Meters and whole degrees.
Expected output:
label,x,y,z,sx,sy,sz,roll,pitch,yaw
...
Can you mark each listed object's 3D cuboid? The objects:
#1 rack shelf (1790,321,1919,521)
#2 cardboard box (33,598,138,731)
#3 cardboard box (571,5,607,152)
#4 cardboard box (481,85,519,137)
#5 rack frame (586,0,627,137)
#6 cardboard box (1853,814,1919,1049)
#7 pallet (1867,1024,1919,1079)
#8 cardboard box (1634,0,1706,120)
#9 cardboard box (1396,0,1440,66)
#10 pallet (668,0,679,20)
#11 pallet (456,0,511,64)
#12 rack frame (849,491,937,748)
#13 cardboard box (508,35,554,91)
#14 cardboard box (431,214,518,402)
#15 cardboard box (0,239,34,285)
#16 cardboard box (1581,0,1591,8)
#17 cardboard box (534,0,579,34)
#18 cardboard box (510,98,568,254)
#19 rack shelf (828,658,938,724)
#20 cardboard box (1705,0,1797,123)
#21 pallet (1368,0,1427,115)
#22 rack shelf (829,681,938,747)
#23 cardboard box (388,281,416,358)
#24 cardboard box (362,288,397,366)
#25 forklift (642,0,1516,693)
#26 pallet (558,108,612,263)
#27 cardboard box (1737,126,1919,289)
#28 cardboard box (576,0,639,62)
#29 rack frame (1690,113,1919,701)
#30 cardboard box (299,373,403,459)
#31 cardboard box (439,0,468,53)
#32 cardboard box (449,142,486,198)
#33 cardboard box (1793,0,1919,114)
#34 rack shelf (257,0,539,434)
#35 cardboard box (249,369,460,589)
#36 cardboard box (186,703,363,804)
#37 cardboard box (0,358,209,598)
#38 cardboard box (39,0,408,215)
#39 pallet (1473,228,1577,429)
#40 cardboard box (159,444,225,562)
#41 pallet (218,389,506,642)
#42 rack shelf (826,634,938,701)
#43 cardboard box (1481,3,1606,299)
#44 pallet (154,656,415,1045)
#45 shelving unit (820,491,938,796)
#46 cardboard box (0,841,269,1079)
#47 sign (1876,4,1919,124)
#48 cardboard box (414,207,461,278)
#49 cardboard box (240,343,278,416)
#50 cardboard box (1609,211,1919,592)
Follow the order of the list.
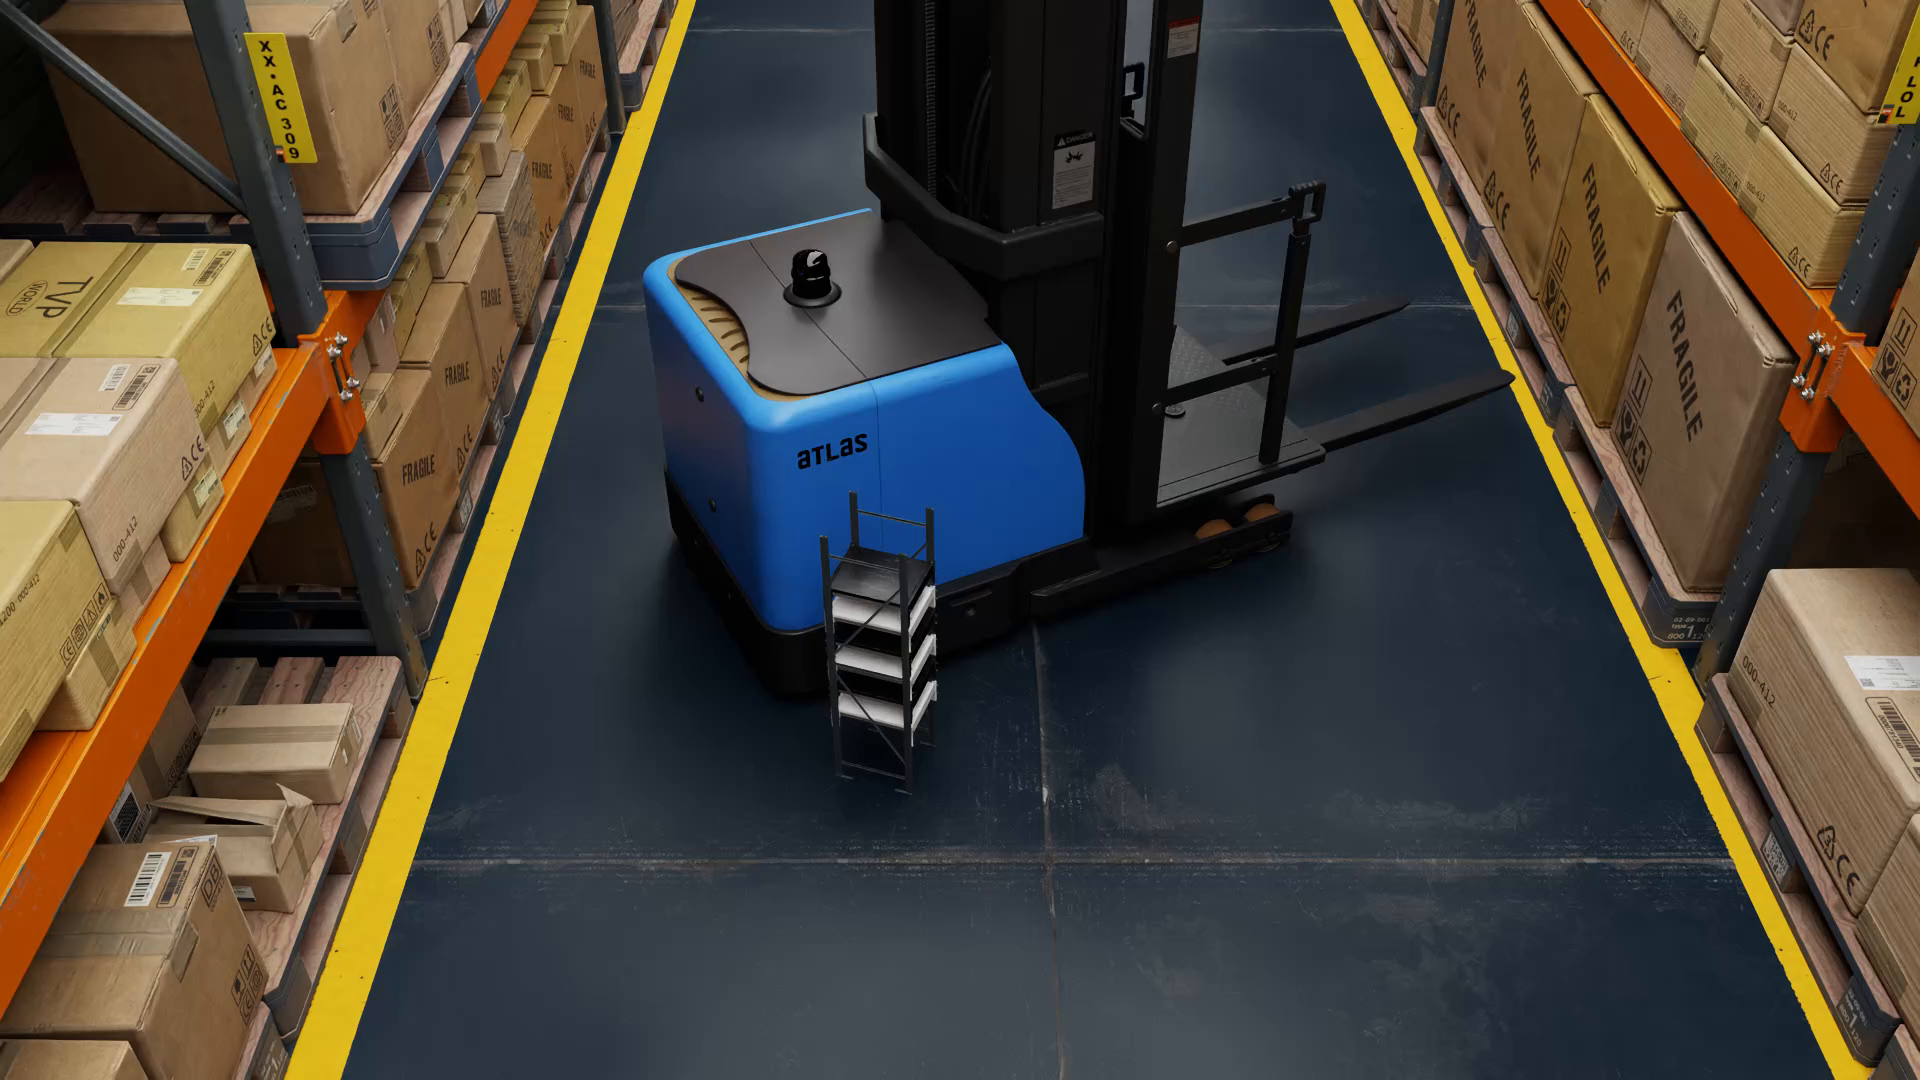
label,x,y,z,sx,sy,sz,roll,pitch,yaw
rack shelf,2.799,0.816,2.908,1.077,0.370,4.000,0,39,0
cardboard box,-1.866,0.237,3.256,0.380,0.149,0.250,-1,39,-1
cardboard box,-1.956,-2.135,7.678,0.500,0.500,0.500,1,39,1
cardboard box,-1.974,-1.687,6.601,0.380,0.149,0.250,-1,39,-1
rack frame,-2.171,-3.211,7.358,1.000,3.000,0.127,0,39,0
cardboard box,2.692,1.073,3.725,0.875,0.438,0.875,-1,39,-1
pallet,2.724,1.613,3.568,1.003,0.211,1.213,0,39,0
cardboard box,2.563,-1.571,5.432,0.500,0.250,0.500,-1,39,-1
cardboard box,2.802,-2.708,8.496,0.950,0.372,0.625,-2,39,-3
pallet,-2.132,-3.398,9.822,1.003,0.211,1.213,0,39,0
pallet,-2.164,-1.920,5.900,1.003,0.211,1.213,0,39,0
rack frame,-0.184,0.244,4.726,0.240,0.900,0.006,12,40,15
cardboard box,-1.930,-2.008,7.002,0.380,0.149,0.250,-1,39,-2
cardboard box,-1.949,-0.845,6.069,0.500,0.500,0.500,-1,39,-1
cardboard box,-2.436,-0.457,3.803,0.500,0.250,0.500,0,39,-1
cardboard box,2.554,-2.203,6.220,0.500,0.250,0.500,1,39,1
cardboard box,-1.917,-2.344,7.420,0.380,0.149,0.250,-2,39,-2
cardboard box,-1.962,-1.495,6.879,0.500,0.500,0.500,2,39,2
rack shelf,-0.217,0.401,4.728,0.258,0.077,0.200,12,40,15
cardboard box,2.545,-1.440,4.868,0.500,0.250,0.500,1,39,1
pallet,2.793,-2.617,8.847,1.003,0.211,1.213,0,39,0
rack shelf,-0.217,0.471,4.784,0.258,0.077,0.200,12,40,15
cardboard box,-1.990,-0.709,5.380,0.380,0.149,0.250,-2,39,-2
cardboard box,-1.949,-0.654,5.074,0.380,0.149,0.250,-2,39,-2
forklift,0.558,-1.323,5.057,3.031,2.935,1.130,-18,42,-21
pallet,-2.208,-1.656,7.647,1.003,0.211,1.213,0,39,0
cardboard box,2.544,-0.937,4.640,0.500,0.250,0.500,-1,39,-1
cardboard box,-2.158,-2.838,8.456,0.875,0.625,0.625,1,39,1
rack frame,2.797,-0.715,4.244,1.000,3.000,0.127,0,39,0
cardboard box,-1.901,-0.375,4.964,0.380,0.149,0.250,2,39,2
cardboard box,-1.784,-1.690,5.232,0.396,0.266,0.258,2,39,2
cardboard box,-1.995,-1.361,6.194,0.380,0.149,0.250,0,39,0
cardboard box,2.545,-1.424,4.248,0.500,0.500,0.500,1,39,1
rack shelf,-2.169,-1.679,6.022,1.077,0.370,4.000,0,39,0
cardboard box,-1.942,-0.200,5.264,0.500,0.500,0.500,2,39,2
cardboard box,-1.872,0.588,4.562,0.380,0.149,0.250,-1,39,-1
cardboard box,-1.907,-0.135,3.402,0.500,0.250,0.500,0,39,0
cardboard box,-1.943,-1.215,4.451,0.700,0.500,0.500,1,39,1
pallet,2.717,-0.874,6.672,1.003,0.211,1.213,0,39,0
cardboard box,-1.867,-0.087,3.660,0.380,0.149,0.250,1,39,1
pallet,-2.205,-0.130,5.743,1.003,0.211,1.213,0,39,0
rack shelf,-0.217,0.330,4.671,0.258,0.077,0.200,12,40,15
cardboard box,2.707,-1.562,6.663,0.875,0.875,0.875,0,39,1
pallet,-2.167,0.808,4.573,1.003,0.211,1.213,0,39,0
shelving unit,-0.217,0.304,4.651,0.258,0.900,0.210,12,40,15
cardboard box,-2.031,1.037,3.720,0.700,0.500,0.500,-1,39,-2
sign,2.254,-1.130,3.898,0.100,0.325,0.005,0,39,0
cardboard box,-1.967,-1.037,5.789,0.380,0.149,0.250,0,39,0
cardboard box,-1.914,-0.412,4.066,0.380,0.149,0.250,0,39,1
cardboard box,2.716,-0.438,5.261,0.875,0.875,0.875,1,39,1
